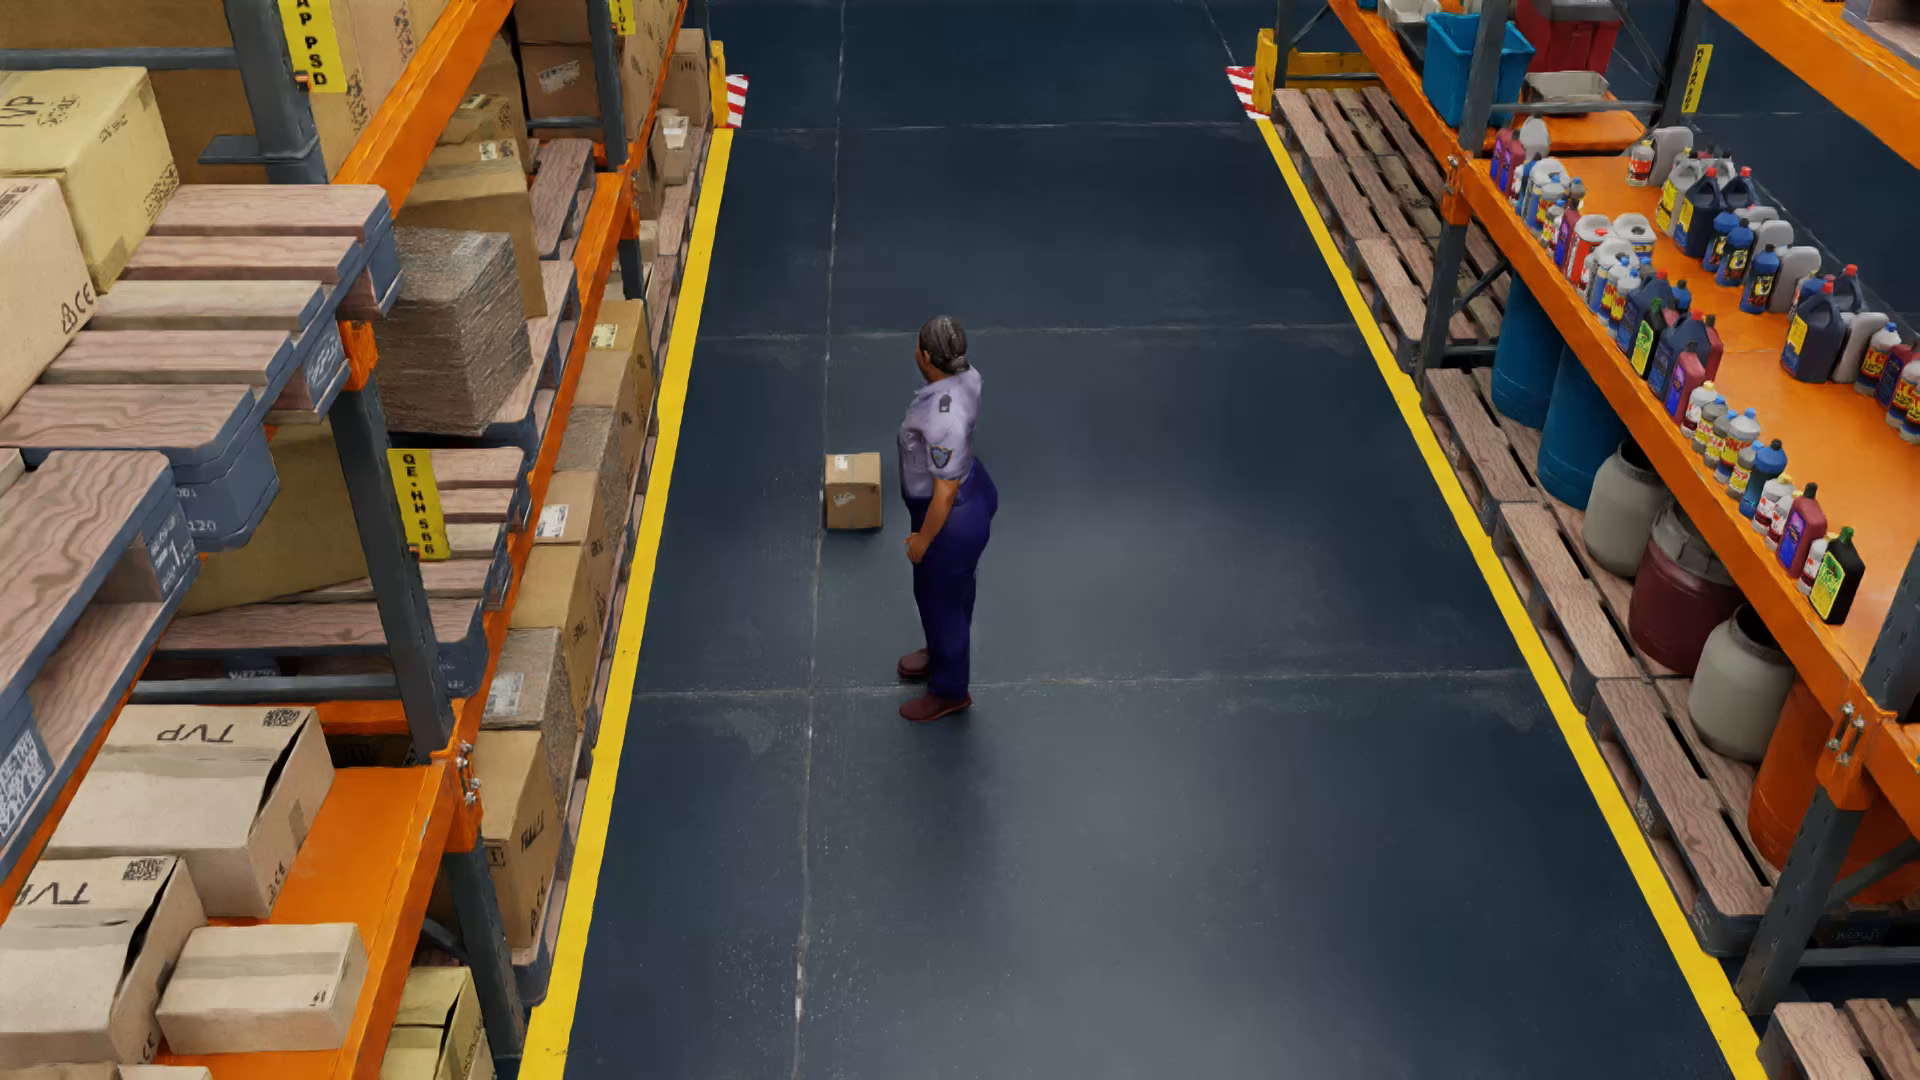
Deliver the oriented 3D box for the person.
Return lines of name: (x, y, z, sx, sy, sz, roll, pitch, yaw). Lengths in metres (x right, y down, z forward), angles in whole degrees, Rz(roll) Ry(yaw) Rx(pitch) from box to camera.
person: (-0.069, -0.077, 6.272, 0.399, 1.678, 0.529, 6, 36, 8)
